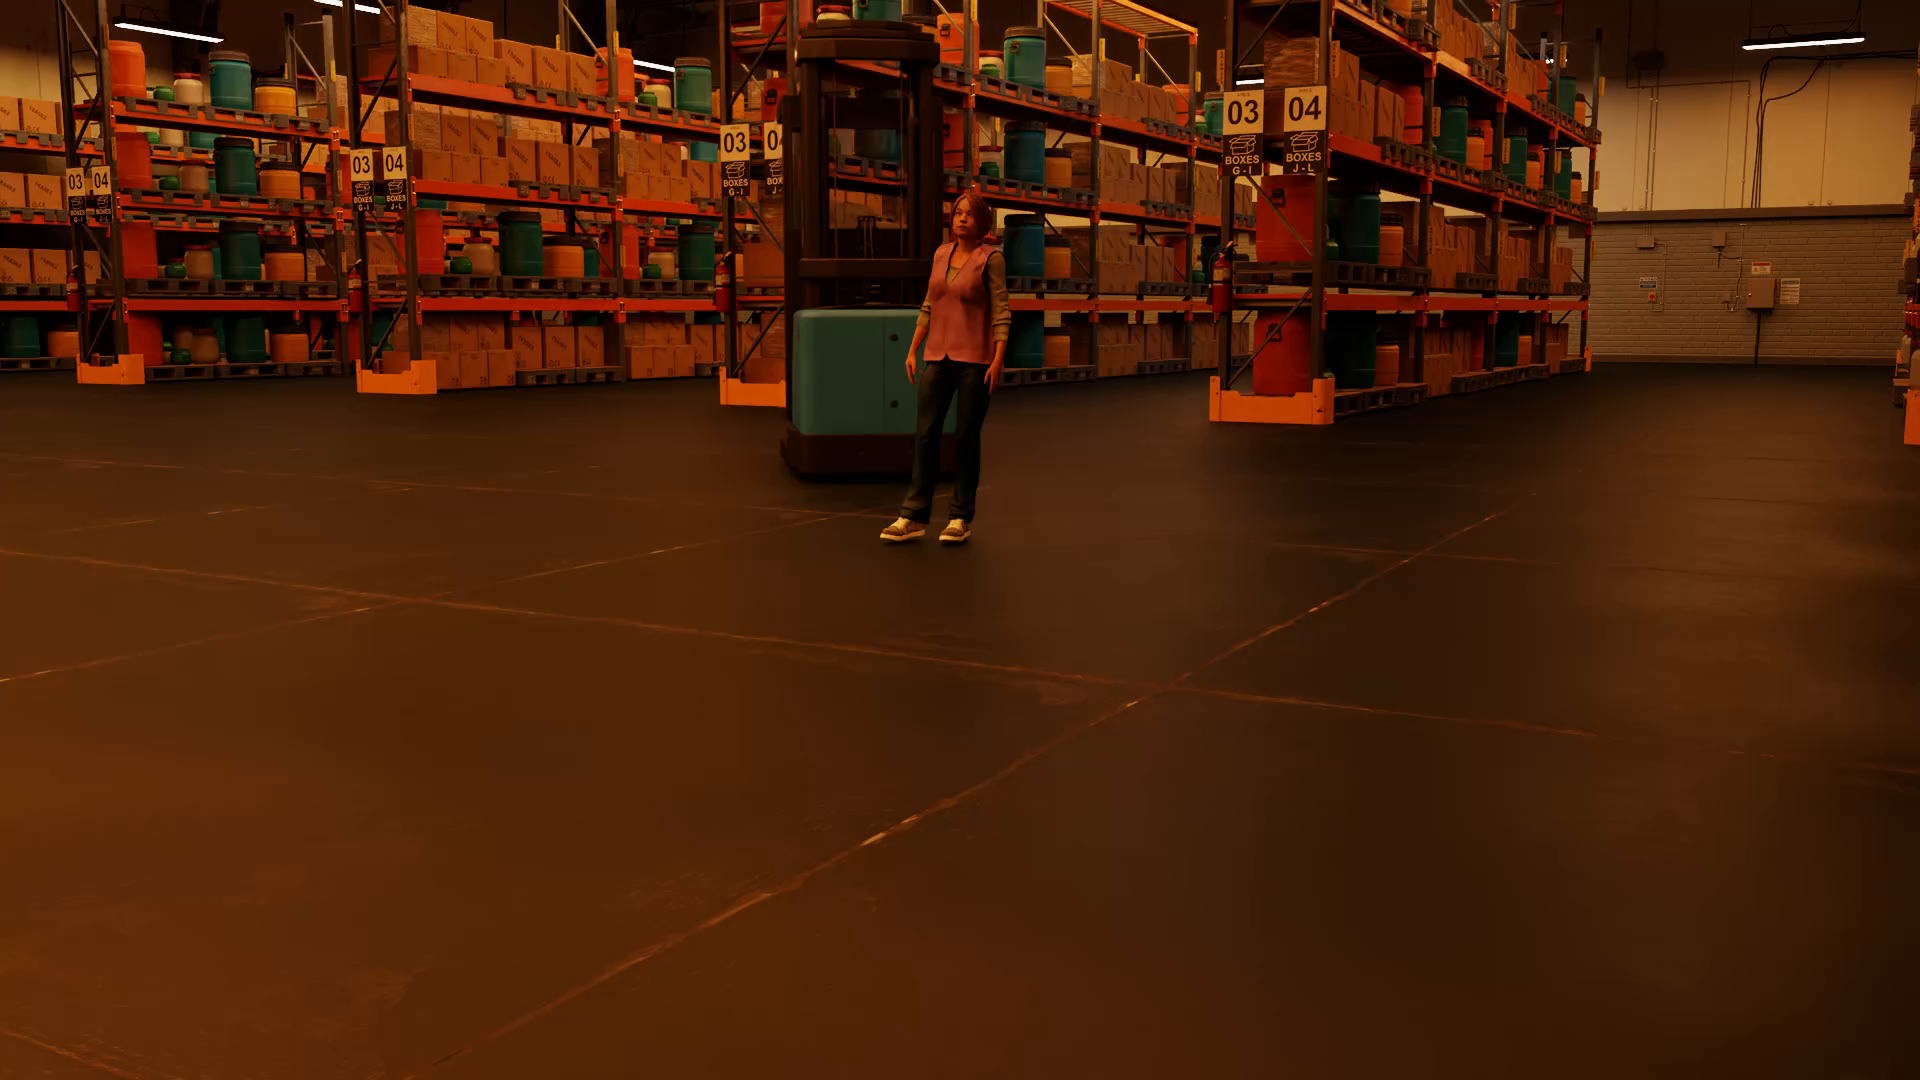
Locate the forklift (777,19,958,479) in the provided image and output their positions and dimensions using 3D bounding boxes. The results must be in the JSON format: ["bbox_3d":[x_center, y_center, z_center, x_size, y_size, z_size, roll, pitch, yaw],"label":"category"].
[{"bbox_3d":[-0.698,-2.004,11.611,1.130,2.935,3.031,-1,8,-9],"label":"forklift"}]

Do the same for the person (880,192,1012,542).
[{"bbox_3d":[-0.048,-0.790,7.645,0.521,1.599,0.473,4,9,29],"label":"person"}]
